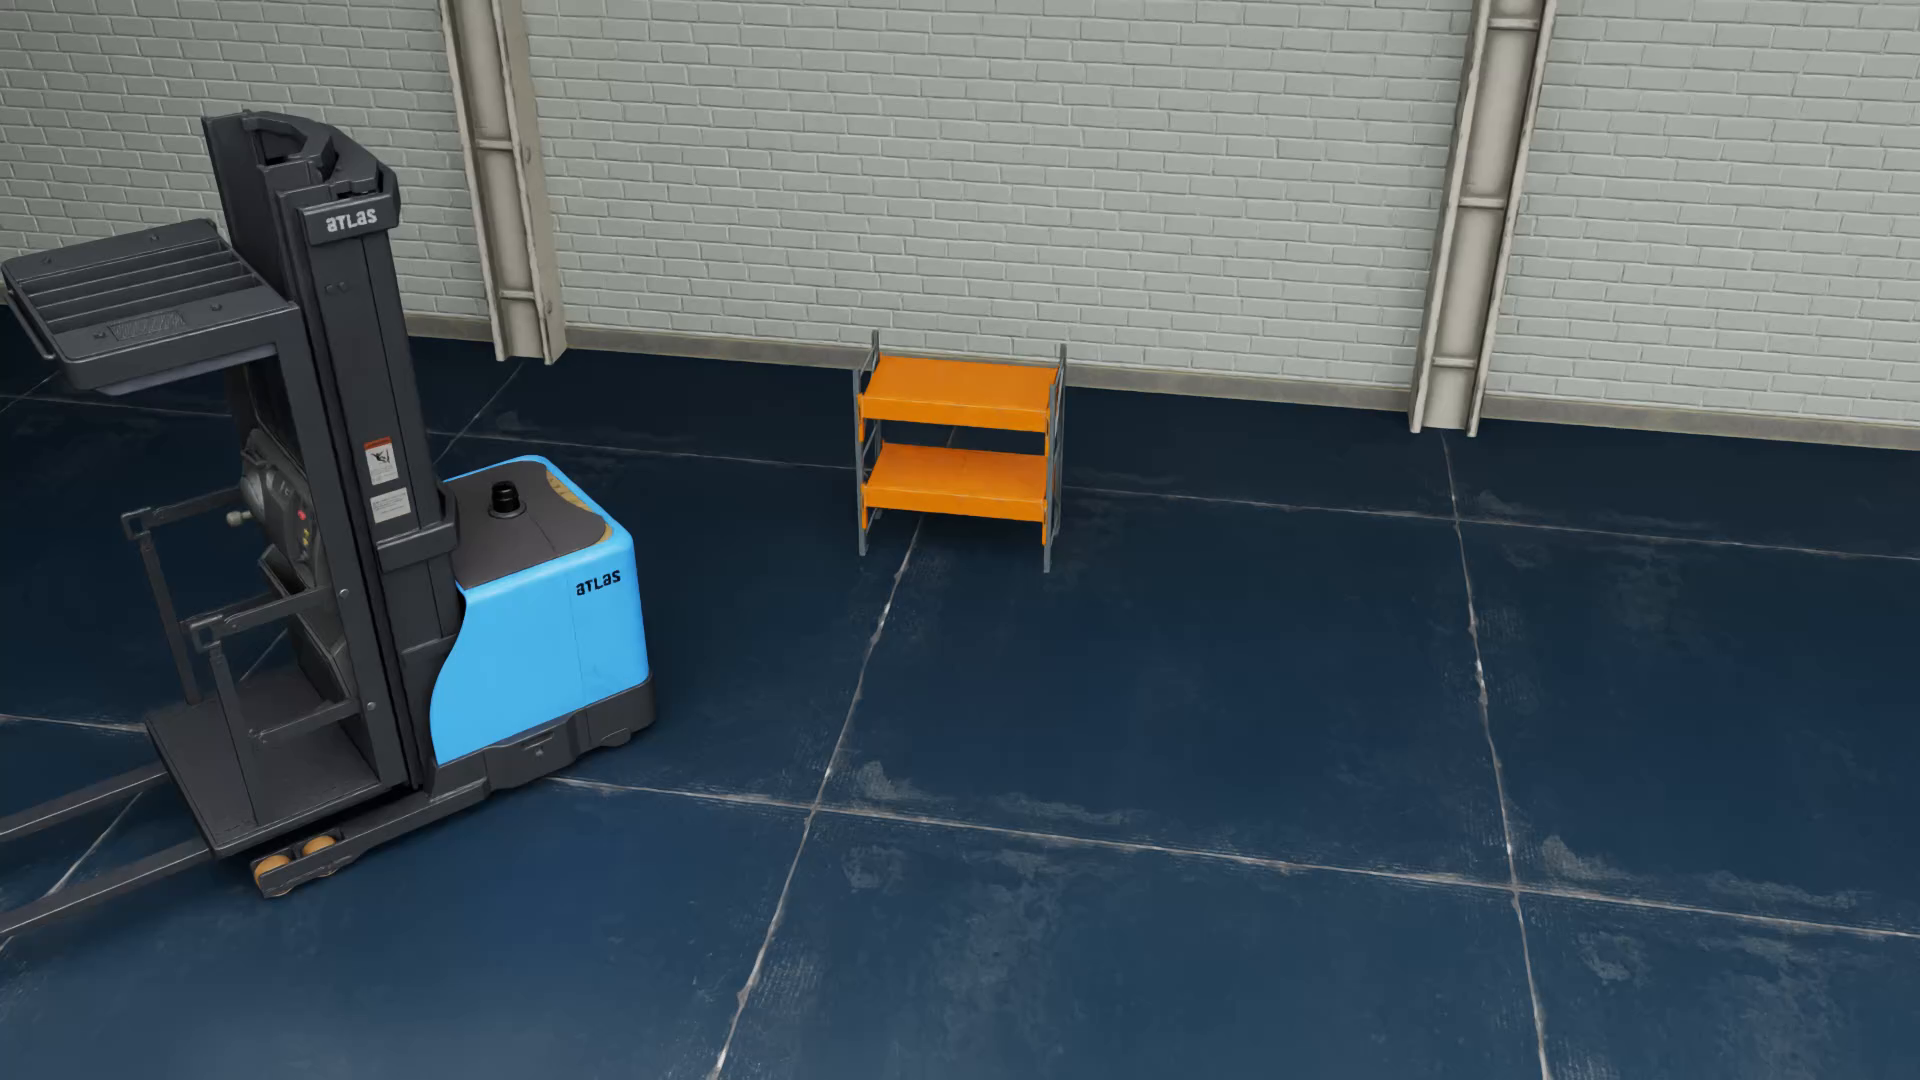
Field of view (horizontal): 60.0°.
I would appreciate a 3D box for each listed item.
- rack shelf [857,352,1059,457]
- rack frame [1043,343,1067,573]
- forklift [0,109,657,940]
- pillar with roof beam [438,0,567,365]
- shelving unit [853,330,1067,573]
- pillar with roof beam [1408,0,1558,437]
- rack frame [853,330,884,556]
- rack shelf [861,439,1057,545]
[{"bbox_3d":[0.007,-0.724,8.795,1.000,0.278,0.538,5,32,8],"label":"rack shelf"},{"bbox_3d":[0.508,-0.431,8.878,0.032,1.125,0.500,5,32,8],"label":"rack frame"},{"bbox_3d":[-2.903,-0.086,6.624,3.031,2.935,1.130,-22,38,-31],"label":"forklift"},{"bbox_3d":[-3.621,-2.831,5.291,0.400,9.000,9.100,5,32,8],"label":"pillar with roof beam"},{"bbox_3d":[0.007,-0.476,8.951,1.048,1.125,0.538,5,32,8],"label":"shelving unit"},{"bbox_3d":[2.293,-2.295,4.436,0.400,9.000,9.100,5,32,8],"label":"pillar with roof beam"},{"bbox_3d":[-0.494,-0.522,9.023,0.032,1.125,0.500,5,32,8],"label":"rack frame"},{"bbox_3d":[0.007,-0.269,9.080,1.000,0.278,0.538,5,32,8],"label":"rack shelf"}]
